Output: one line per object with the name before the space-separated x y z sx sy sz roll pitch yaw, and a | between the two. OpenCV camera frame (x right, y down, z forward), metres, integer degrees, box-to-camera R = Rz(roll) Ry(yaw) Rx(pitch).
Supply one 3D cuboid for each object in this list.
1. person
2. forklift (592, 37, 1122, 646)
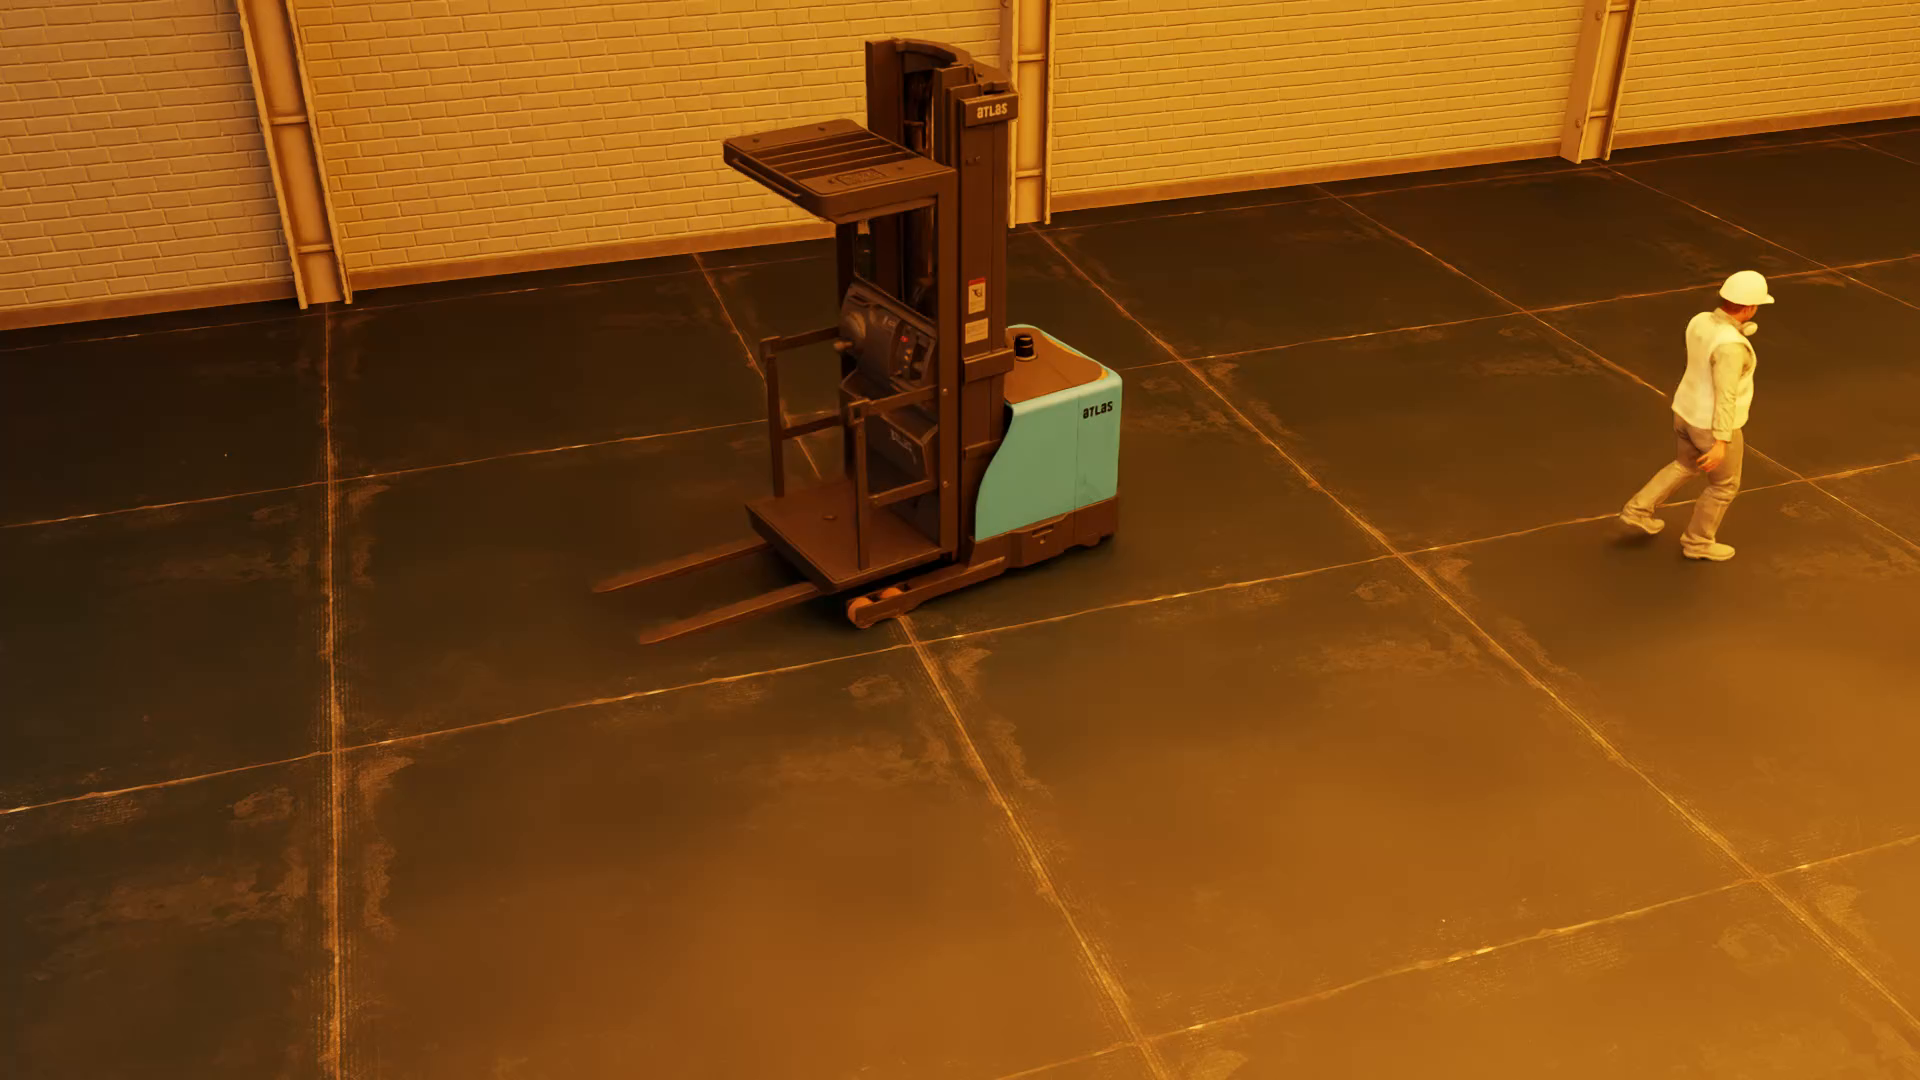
person | 4.287 -0.700 9.489 0.662 1.752 0.833 -3 30 -6
forklift | -0.570 -1.082 8.968 3.031 2.935 1.130 -18 34 -28
